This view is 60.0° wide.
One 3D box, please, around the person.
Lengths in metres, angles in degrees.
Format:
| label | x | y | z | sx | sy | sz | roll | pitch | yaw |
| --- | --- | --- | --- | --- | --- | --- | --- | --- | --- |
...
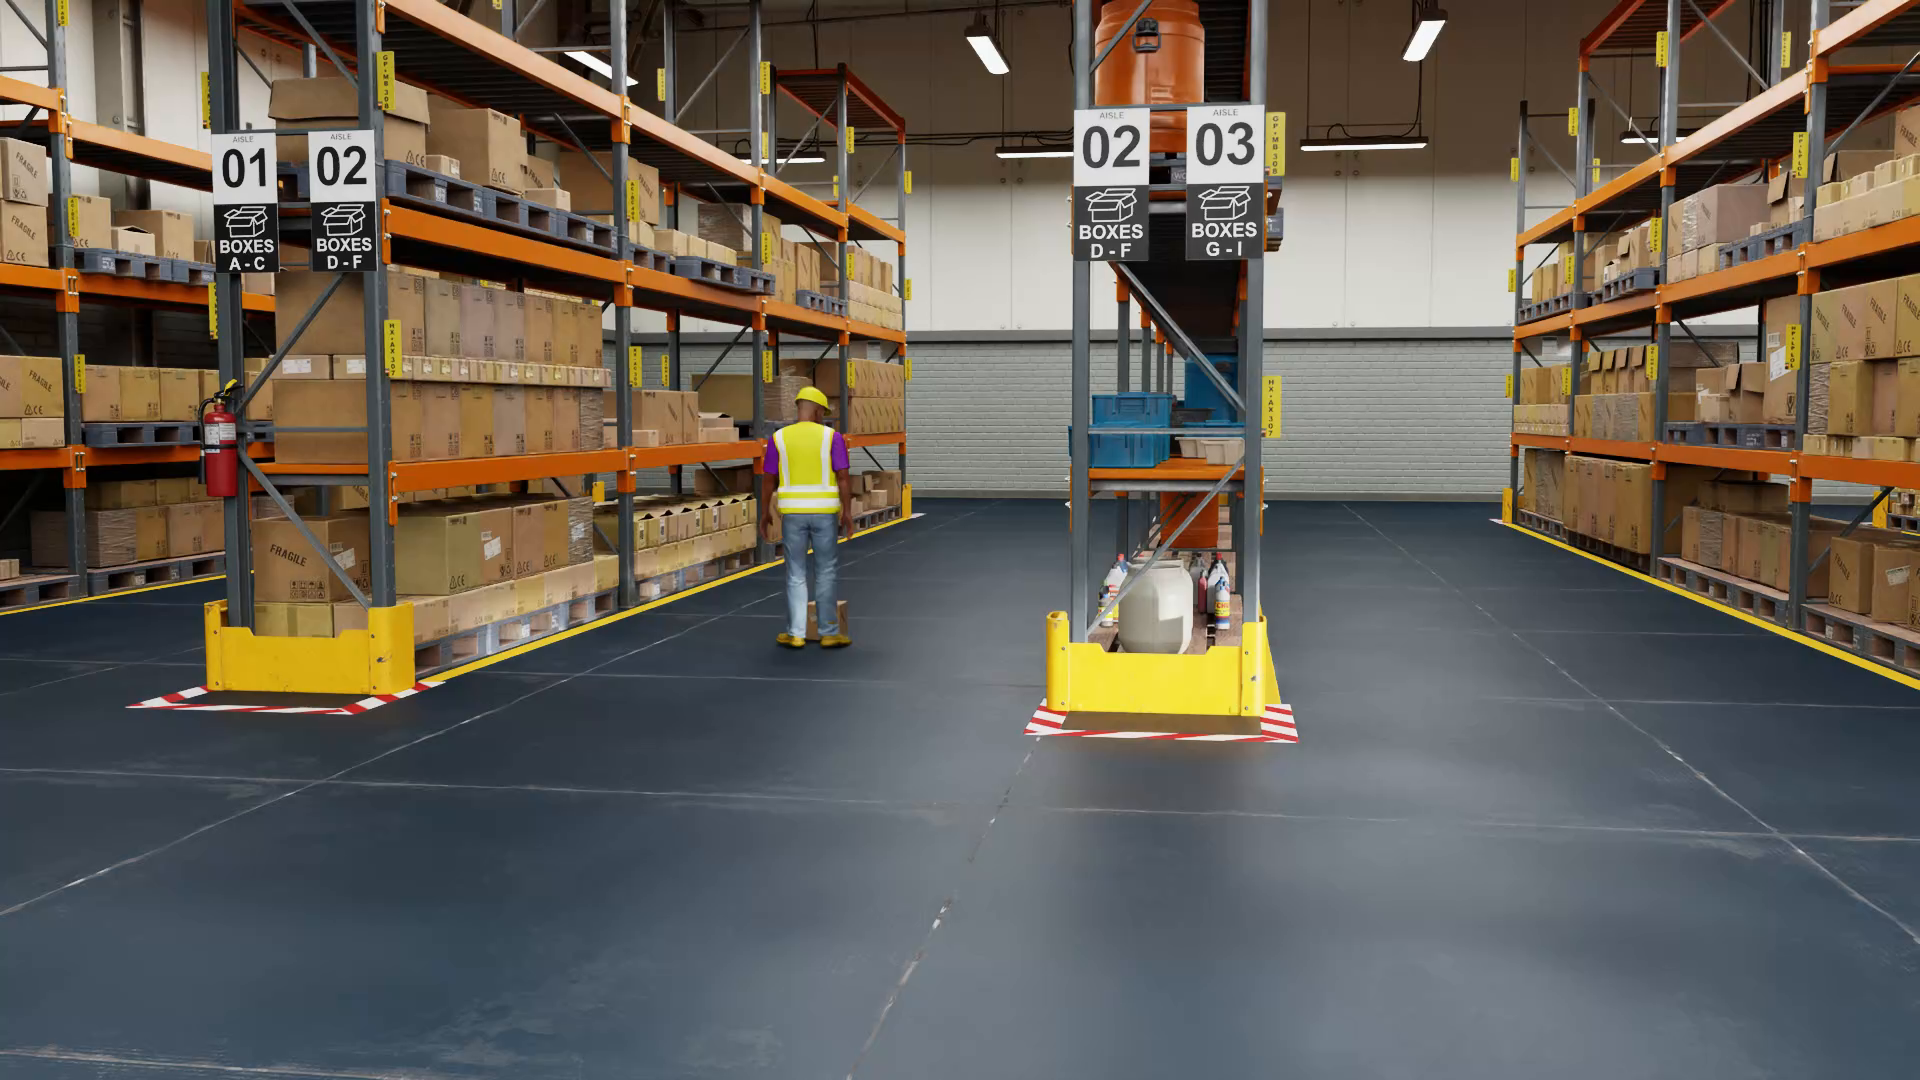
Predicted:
| label | x | y | z | sx | sy | sz | roll | pitch | yaw |
| --- | --- | --- | --- | --- | --- | --- | --- | --- | --- |
| person | -1.049 | -0.157 | 11.353 | 0.654 | 1.777 | 0.372 | 0 | 4 | -1 |
